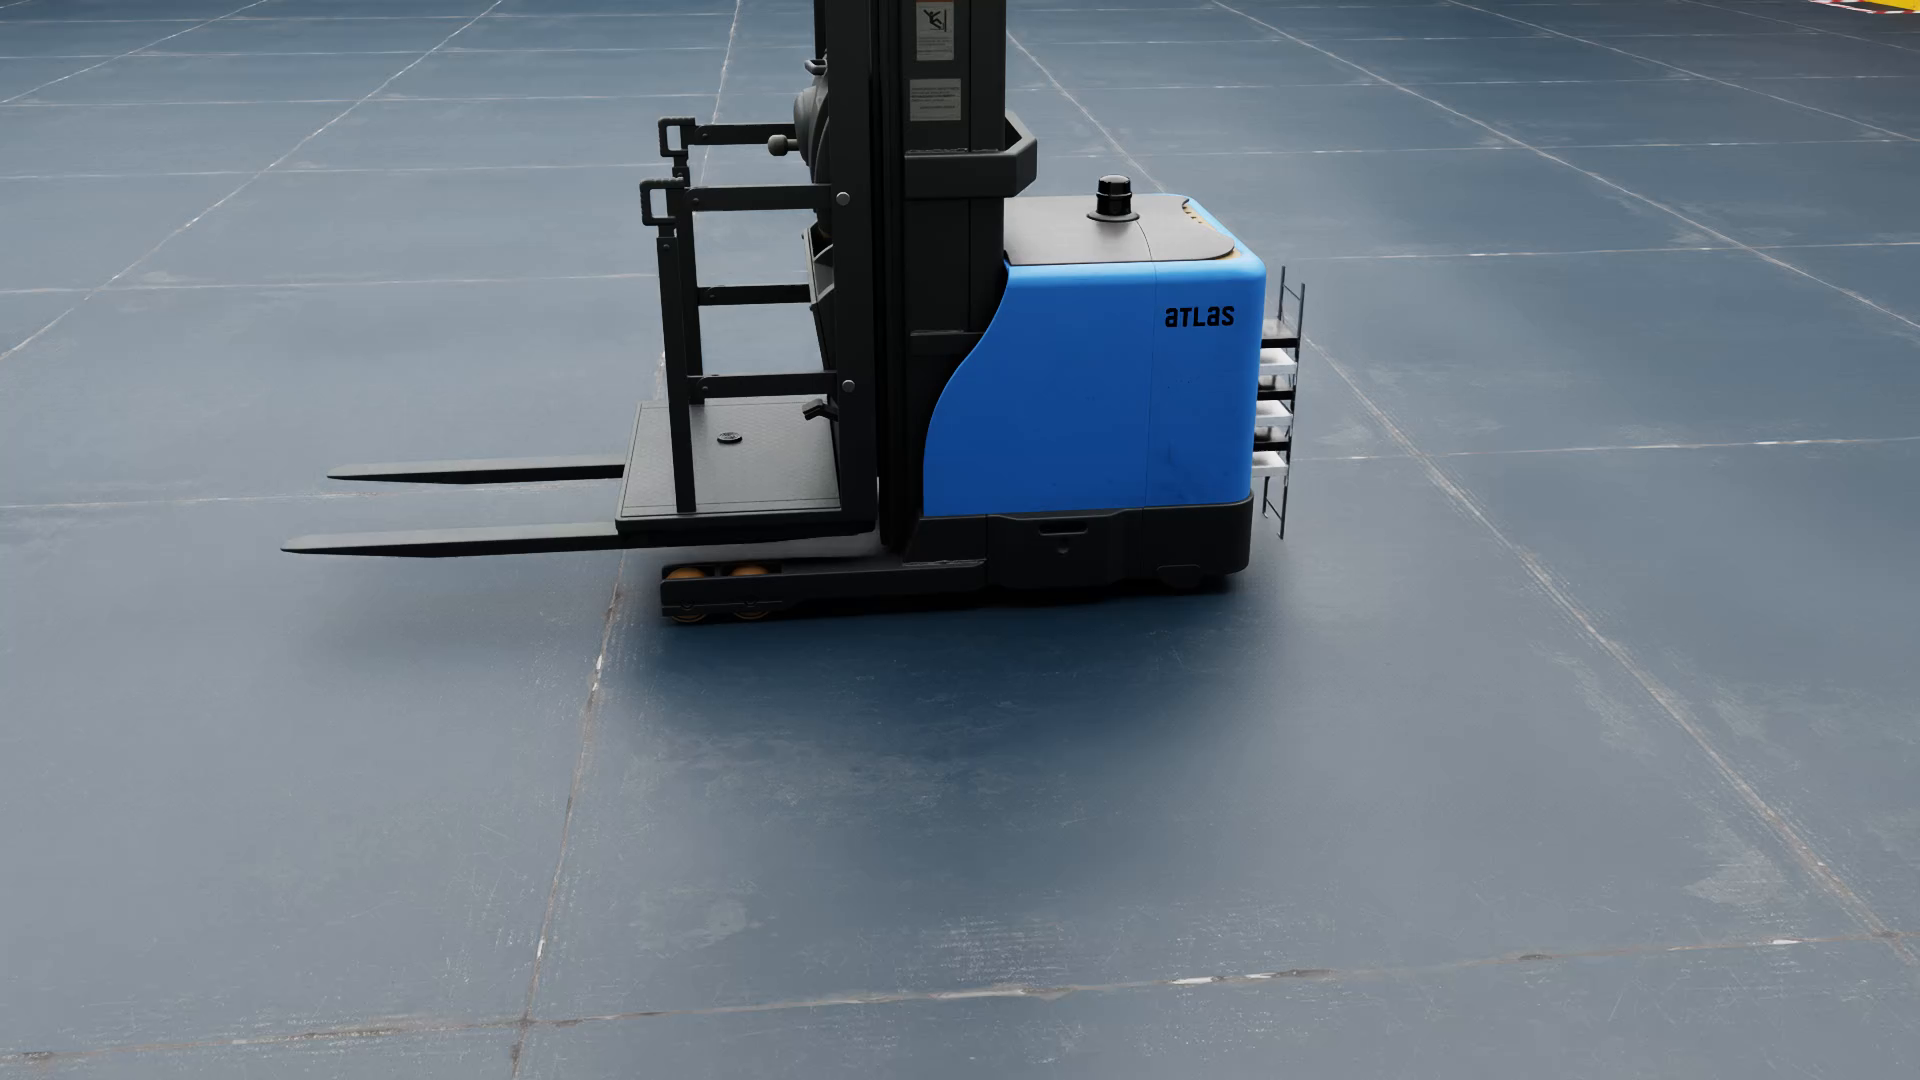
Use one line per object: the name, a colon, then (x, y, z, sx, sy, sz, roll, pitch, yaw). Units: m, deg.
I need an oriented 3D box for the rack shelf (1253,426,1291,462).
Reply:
rack shelf: (0.994, -0.344, 5.682, 0.200, 0.077, 0.258, -3, 24, -6)

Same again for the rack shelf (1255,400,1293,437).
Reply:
rack shelf: (0.994, -0.426, 5.645, 0.200, 0.077, 0.258, -3, 24, -6)

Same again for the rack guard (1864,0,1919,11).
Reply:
rack guard: (11.688, -6.856, 20.521, 0.348, 0.500, 1.175, -2, 24, -5)

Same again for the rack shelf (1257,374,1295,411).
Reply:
rack shelf: (0.994, -0.509, 5.609, 0.200, 0.077, 0.258, -3, 24, -6)

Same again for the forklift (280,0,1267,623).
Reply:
forklift: (-0.619, -1.311, 5.052, 3.031, 2.935, 1.130, -3, 24, -6)

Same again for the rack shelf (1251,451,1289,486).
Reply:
rack shelf: (0.994, -0.262, 5.718, 0.200, 0.077, 0.258, -3, 24, -6)

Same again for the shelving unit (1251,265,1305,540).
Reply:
shelving unit: (0.994, -0.457, 5.632, 0.210, 0.900, 0.258, -3, 24, -6)

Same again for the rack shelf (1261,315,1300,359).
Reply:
rack shelf: (0.994, -0.673, 5.535, 0.200, 0.077, 0.258, -3, 24, -6)

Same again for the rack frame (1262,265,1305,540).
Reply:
rack frame: (1.095, -0.461, 5.642, 0.006, 0.900, 0.240, -3, 24, -6)

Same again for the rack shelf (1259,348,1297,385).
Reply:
rack shelf: (0.994, -0.591, 5.572, 0.200, 0.077, 0.258, -3, 24, -6)
